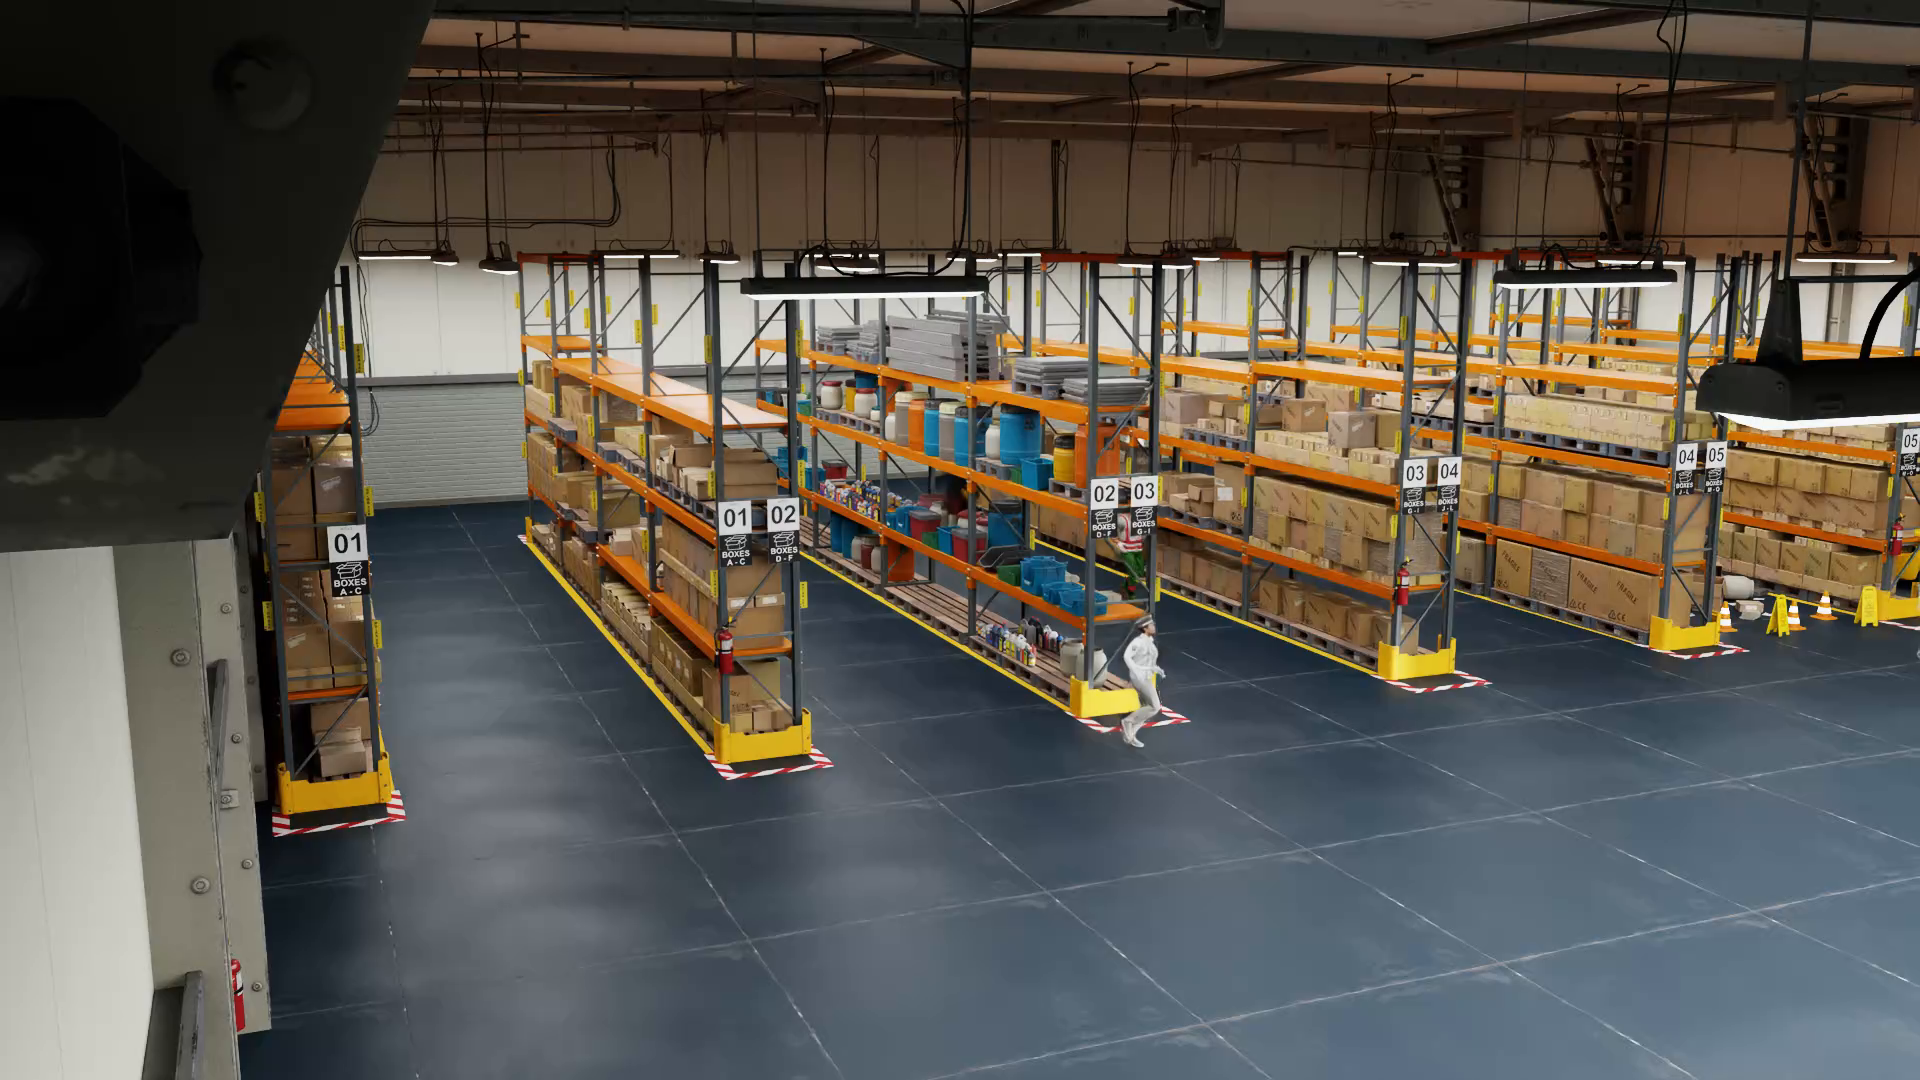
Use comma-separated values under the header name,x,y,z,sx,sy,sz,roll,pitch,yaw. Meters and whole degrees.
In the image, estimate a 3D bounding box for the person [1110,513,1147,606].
name,x,y,z,sx,sy,sz,roll,pitch,yaw
person,2.822,0.192,27.513,0.661,1.759,0.698,-7,12,-32

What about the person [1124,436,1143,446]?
name,x,y,z,sx,sy,sz,roll,pitch,yaw
person,4.210,-1.942,40.834,0.703,1.781,0.822,7,13,35

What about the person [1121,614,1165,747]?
name,x,y,z,sx,sy,sz,roll,pitch,yaw
person,2.326,1.757,20.956,0.506,1.659,0.606,3,11,16
